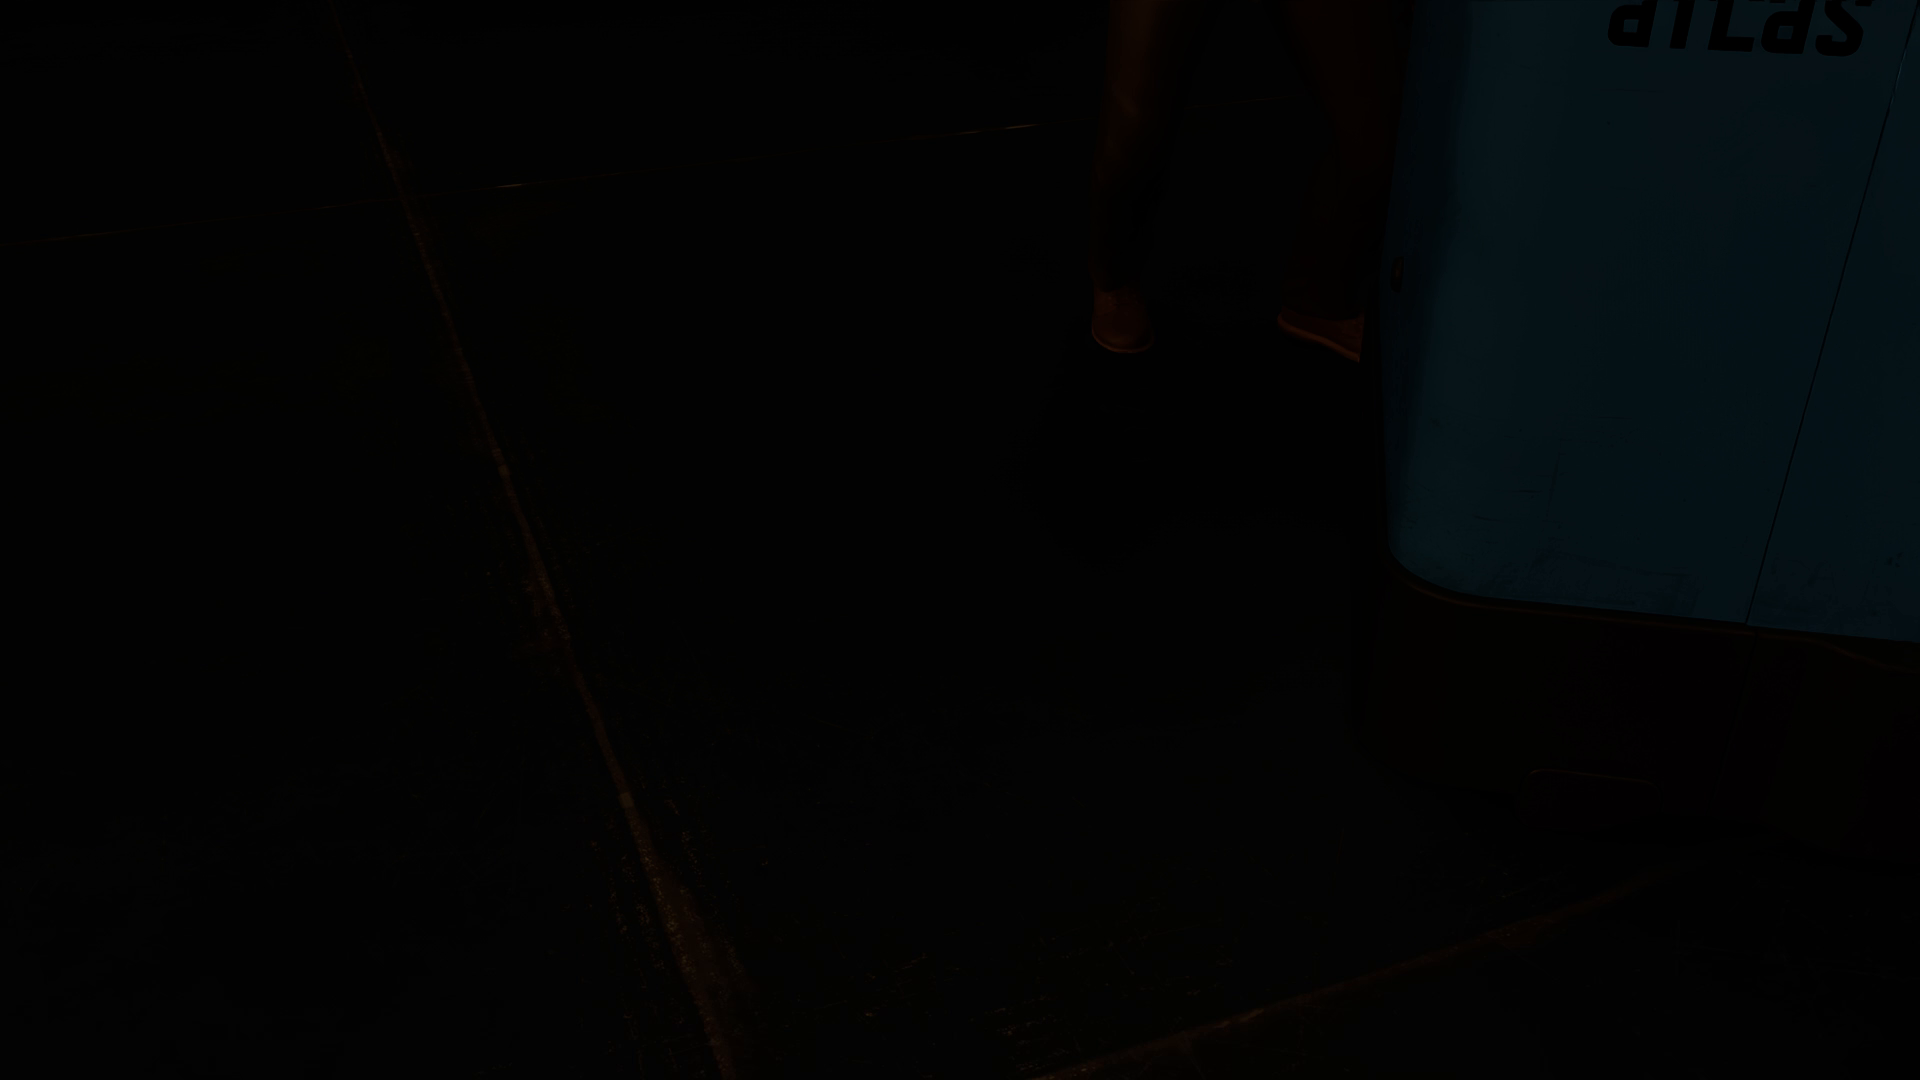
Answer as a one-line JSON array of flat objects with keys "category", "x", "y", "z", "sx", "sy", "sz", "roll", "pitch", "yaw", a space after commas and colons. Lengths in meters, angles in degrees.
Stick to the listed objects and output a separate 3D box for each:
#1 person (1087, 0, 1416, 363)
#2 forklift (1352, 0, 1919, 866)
[{"category": "person", "x": 0.447, "y": -1.048, "z": 2.760, "sx": 0.818, "sy": 1.599, "sz": 0.472, "roll": 1, "pitch": 30, "yaw": 2}, {"category": "forklift", "x": 2.034, "y": -1.048, "z": 1.378, "sx": 3.031, "sy": 2.935, "sz": 1.130, "roll": 6, "pitch": 30, "yaw": 10}]
